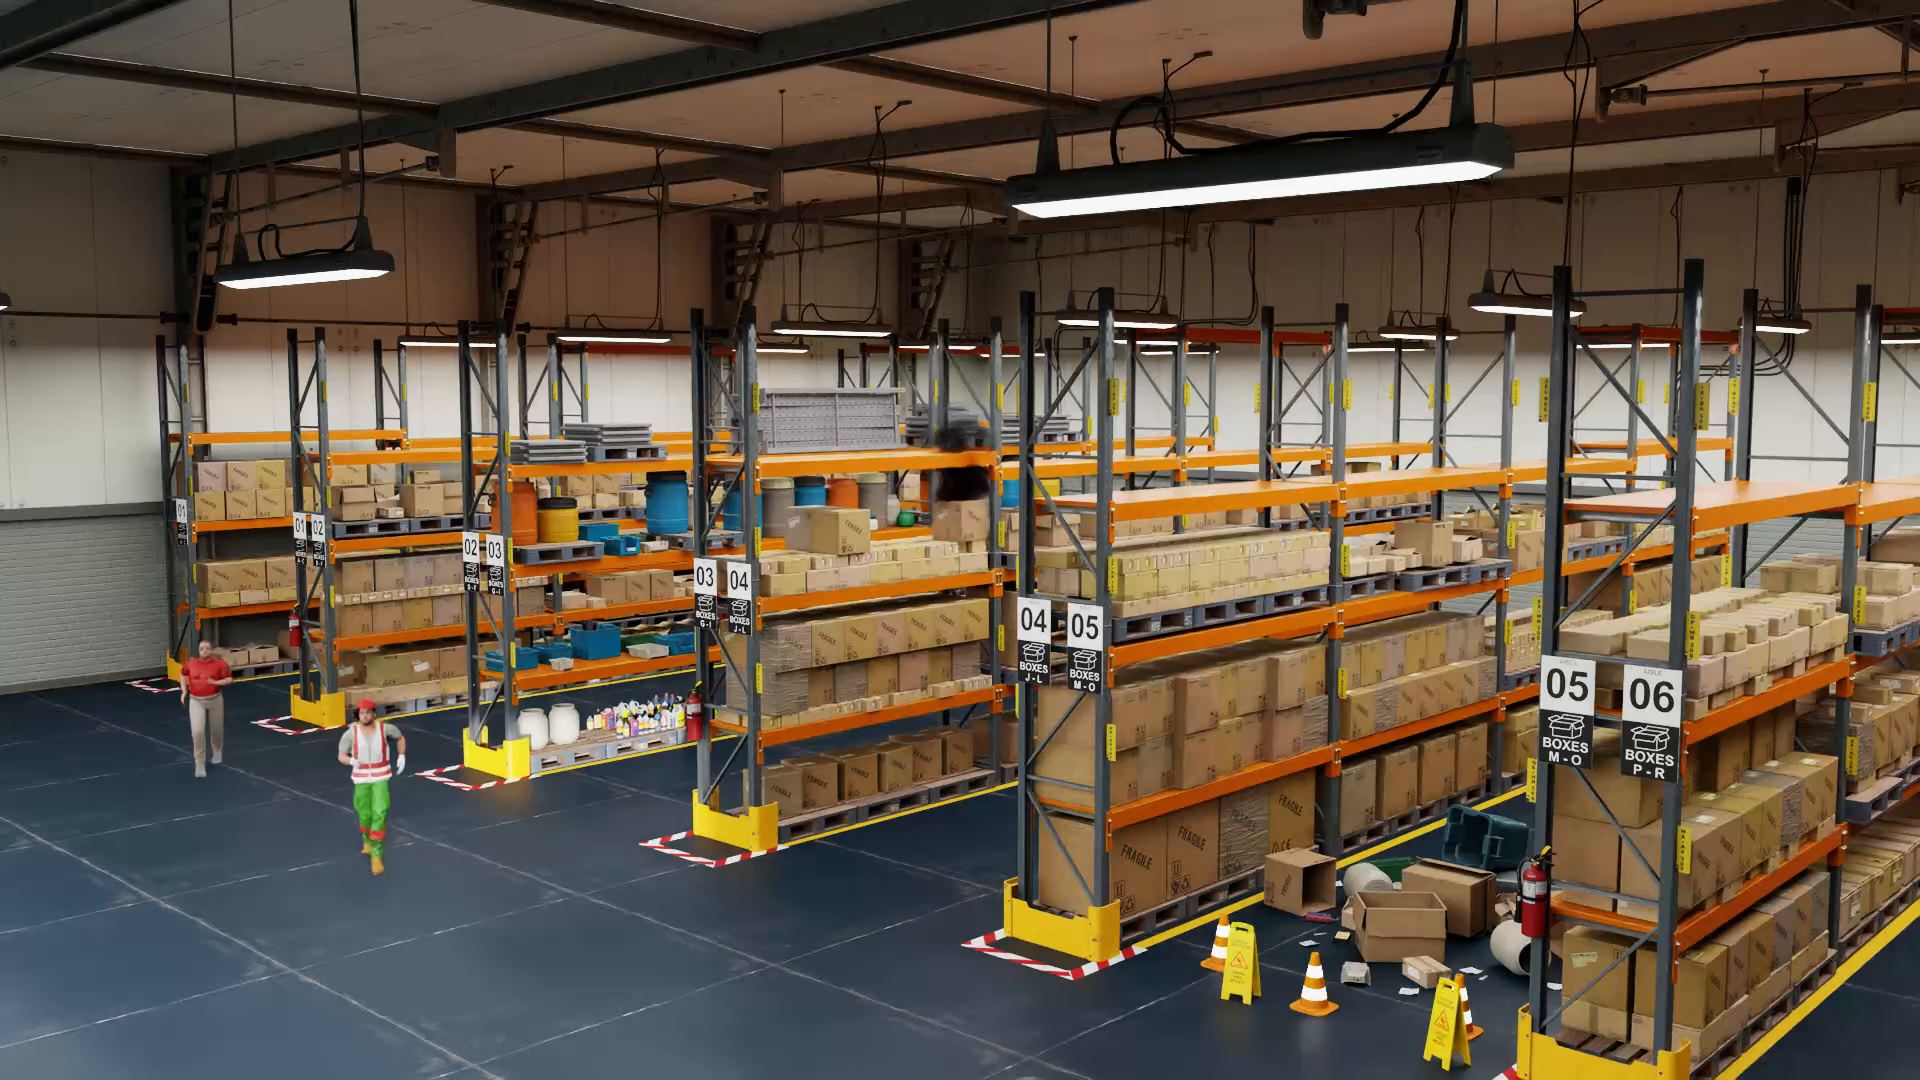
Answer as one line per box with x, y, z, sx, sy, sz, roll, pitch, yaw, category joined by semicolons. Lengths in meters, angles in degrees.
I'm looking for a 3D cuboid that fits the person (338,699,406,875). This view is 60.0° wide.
-6.315;2.600;17.855;0.667;1.801;0.904;-1;6;-13;person

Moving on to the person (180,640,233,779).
-10.044;2.214;22.181;0.649;1.767;0.888;-2;6;-23;person
